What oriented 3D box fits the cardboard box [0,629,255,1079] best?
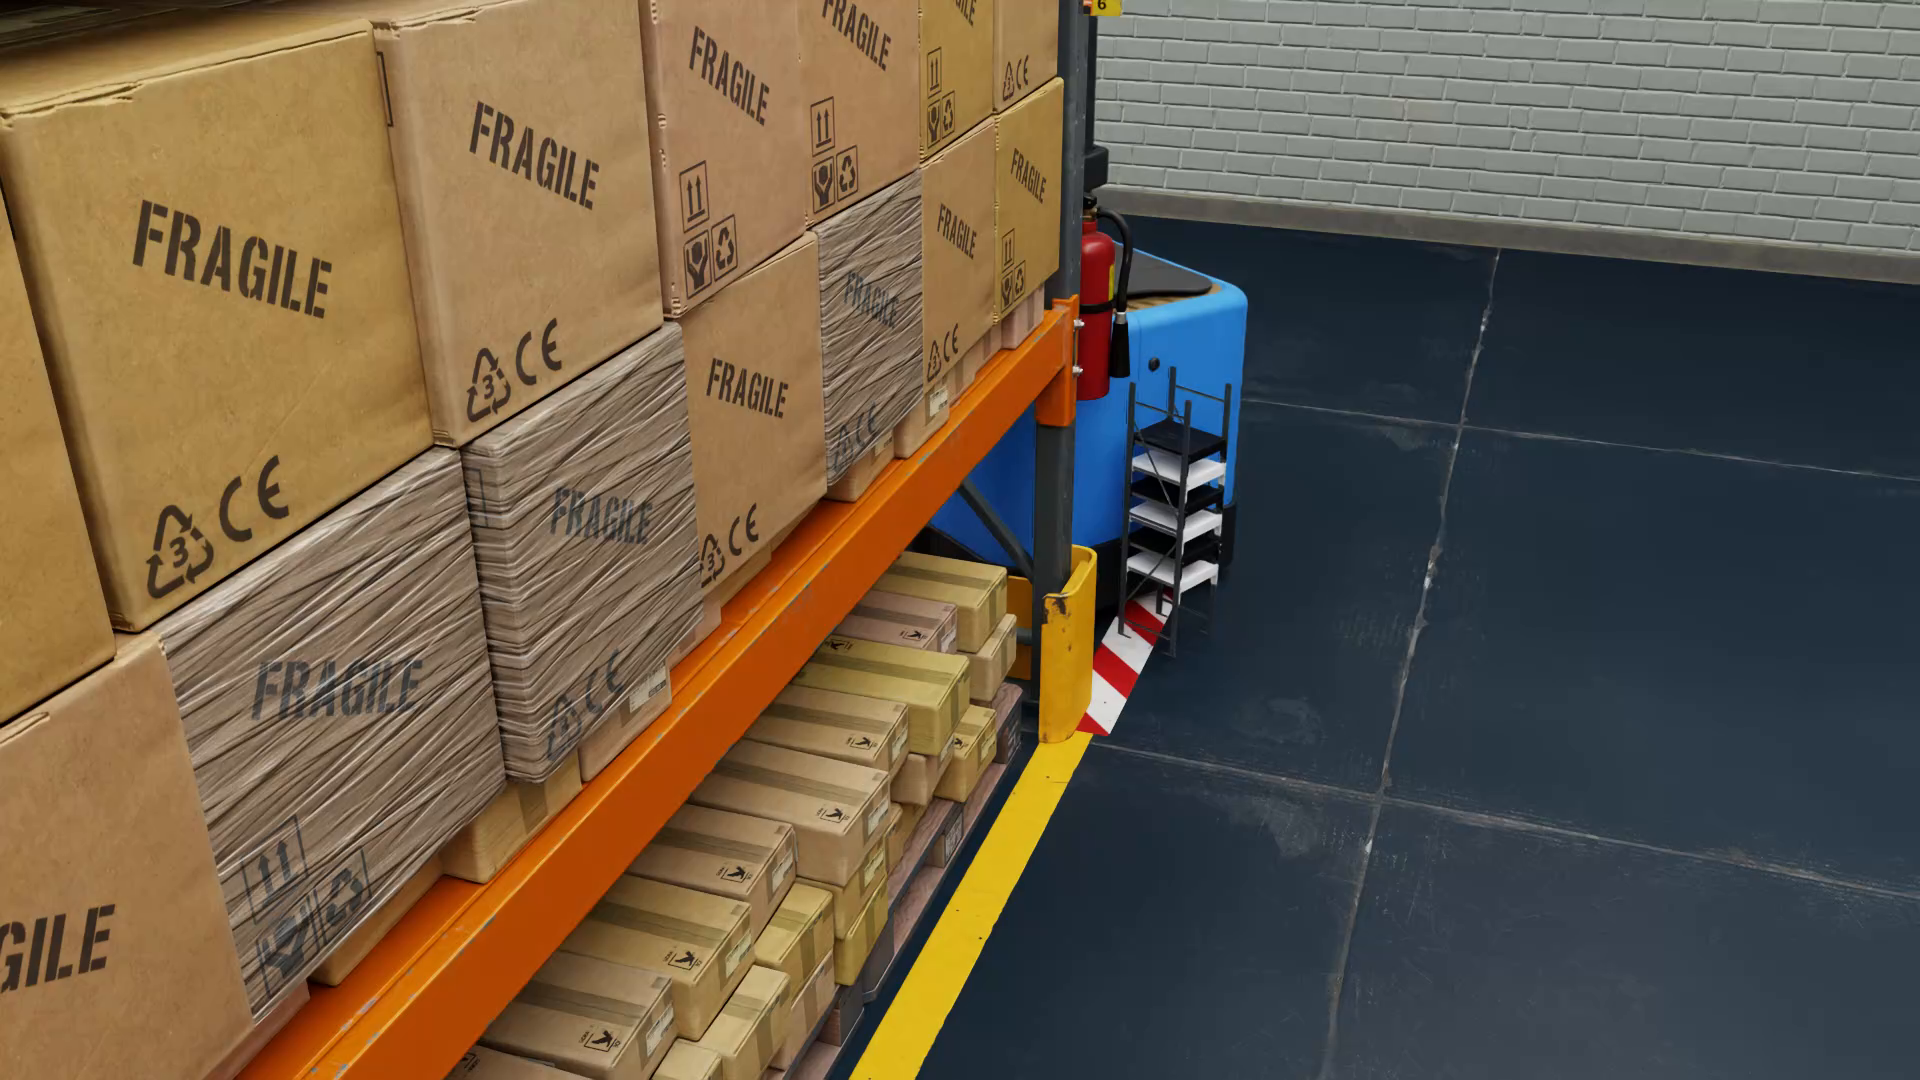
[{"bbox_3d":[-1.081,0.380,1.567,0.500,0.500,0.500,8,27,16],"label":"cardboard box"}]

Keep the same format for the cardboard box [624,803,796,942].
[{"bbox_3d":[-0.569,0.690,3.489,0.380,0.149,0.250,8,27,16],"label":"cardboard box"}]

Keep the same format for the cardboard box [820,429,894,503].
[{"bbox_3d":[-0.360,-0.216,3.542,0.380,0.149,0.250,8,27,15],"label":"cardboard box"}]

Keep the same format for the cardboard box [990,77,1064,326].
[{"bbox_3d":[-0.059,-0.875,4.159,0.500,0.500,0.500,9,27,18],"label":"cardboard box"}]

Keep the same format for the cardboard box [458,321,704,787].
[{"bbox_3d":[-0.721,-0.026,2.406,0.500,0.500,0.500,8,27,16],"label":"cardboard box"}]

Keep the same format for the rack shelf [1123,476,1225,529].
[{"bbox_3d":[0.690,-0.136,5.368,0.200,0.077,0.258,-24,34,-39],"label":"rack shelf"}]

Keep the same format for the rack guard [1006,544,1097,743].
[{"bbox_3d":[-0.177,0.238,5.184,1.175,0.500,0.348,9,27,17],"label":"rack guard"}]

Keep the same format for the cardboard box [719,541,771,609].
[{"bbox_3d":[-0.579,-0.002,3.100,0.380,0.149,0.250,9,27,18],"label":"cardboard box"}]

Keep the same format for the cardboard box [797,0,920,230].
[{"bbox_3d":[-0.403,-0.900,3.062,0.500,0.500,0.500,10,28,20],"label":"cardboard box"}]

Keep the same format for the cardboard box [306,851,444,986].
[{"bbox_3d":[-0.929,0.425,2.218,0.380,0.149,0.250,8,27,15],"label":"cardboard box"}]

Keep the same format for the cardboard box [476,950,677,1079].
[{"bbox_3d":[-0.748,0.898,3.060,0.380,0.149,0.250,8,27,15],"label":"cardboard box"}]

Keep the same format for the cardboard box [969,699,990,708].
[{"bbox_3d":[-0.131,0.423,4.724,0.380,0.149,0.250,9,27,18],"label":"cardboard box"}]

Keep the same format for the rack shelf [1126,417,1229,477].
[{"bbox_3d":[0.690,-0.298,5.290,0.200,0.077,0.258,-24,34,-39],"label":"rack shelf"}]

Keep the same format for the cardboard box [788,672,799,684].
[{"bbox_3d":[-0.638,0.464,4.638,0.380,0.149,0.250,9,27,17],"label":"cardboard box"}]

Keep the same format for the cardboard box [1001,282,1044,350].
[{"bbox_3d":[0.006,-0.630,4.397,0.380,0.149,0.250,9,27,18],"label":"cardboard box"}]

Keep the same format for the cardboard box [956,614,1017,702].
[{"bbox_3d":[-0.059,0.301,4.635,0.380,0.149,0.250,8,27,16],"label":"cardboard box"}]

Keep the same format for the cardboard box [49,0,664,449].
[{"bbox_3d":[-0.748,-0.471,2.177,0.500,0.500,0.500,9,27,18],"label":"cardboard box"}]

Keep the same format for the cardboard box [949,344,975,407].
[{"bbox_3d":[-0.181,-0.428,3.980,0.380,0.149,0.250,8,27,17],"label":"cardboard box"}]

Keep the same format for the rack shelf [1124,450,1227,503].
[{"bbox_3d":[0.690,-0.217,5.329,0.200,0.077,0.258,-24,34,-39],"label":"rack shelf"}]

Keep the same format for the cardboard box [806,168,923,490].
[{"bbox_3d":[-0.395,-0.454,3.290,0.500,0.500,0.500,9,27,18],"label":"cardboard box"}]

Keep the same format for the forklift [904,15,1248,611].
[{"bbox_3d":[-0.257,-1.602,6.196,1.130,2.935,3.031,-16,30,-30],"label":"forklift"}]

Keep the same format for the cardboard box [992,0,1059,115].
[{"bbox_3d":[-0.070,-1.323,3.936,0.500,0.500,0.500,8,27,16],"label":"cardboard box"}]

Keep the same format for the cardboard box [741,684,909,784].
[{"bbox_3d":[-0.339,0.480,3.924,0.380,0.149,0.250,8,27,15],"label":"cardboard box"}]

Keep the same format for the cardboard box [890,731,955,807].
[{"bbox_3d":[-0.230,0.514,4.194,0.380,0.149,0.250,8,27,15],"label":"cardboard box"}]

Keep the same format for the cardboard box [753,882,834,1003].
[{"bbox_3d":[-0.493,0.832,3.538,0.380,0.149,0.250,10,28,20],"label":"cardboard box"}]

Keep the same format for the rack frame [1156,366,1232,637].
[{"bbox_3d":[0.762,-0.117,5.458,0.006,0.900,0.240,-24,34,-39],"label":"rack frame"}]

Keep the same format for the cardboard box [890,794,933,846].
[{"bbox_3d":[-0.290,0.639,4.277,0.380,0.149,0.250,9,27,17],"label":"cardboard box"}]

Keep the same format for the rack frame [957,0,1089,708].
[{"bbox_3d":[-0.152,-0.918,4.704,1.000,3.000,0.127,9,27,17],"label":"rack frame"}]

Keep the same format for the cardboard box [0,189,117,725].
[{"bbox_3d":[-1.103,-0.053,1.314,0.500,0.500,0.500,9,27,19],"label":"cardboard box"}]

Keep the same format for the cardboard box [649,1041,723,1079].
[{"bbox_3d":[-0.664,1.046,3.095,0.380,0.149,0.250,9,27,17],"label":"cardboard box"}]

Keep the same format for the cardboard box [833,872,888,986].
[{"bbox_3d":[-0.385,0.856,3.829,0.380,0.149,0.250,8,27,15],"label":"cardboard box"}]

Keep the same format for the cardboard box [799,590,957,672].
[{"bbox_3d":[-0.227,0.258,4.383,0.380,0.149,0.250,9,27,18],"label":"cardboard box"}]

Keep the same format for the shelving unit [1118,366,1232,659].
[{"bbox_3d":[0.690,-0.085,5.393,0.210,0.900,0.258,-24,34,-39],"label":"shelving unit"}]

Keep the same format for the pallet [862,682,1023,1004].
[{"bbox_3d":[-0.481,0.697,4.568,1.003,0.211,1.213,9,27,17],"label":"pallet"}]

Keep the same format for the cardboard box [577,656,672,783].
[{"bbox_3d":[-0.688,0.222,2.638,0.380,0.149,0.250,10,28,20],"label":"cardboard box"}]
